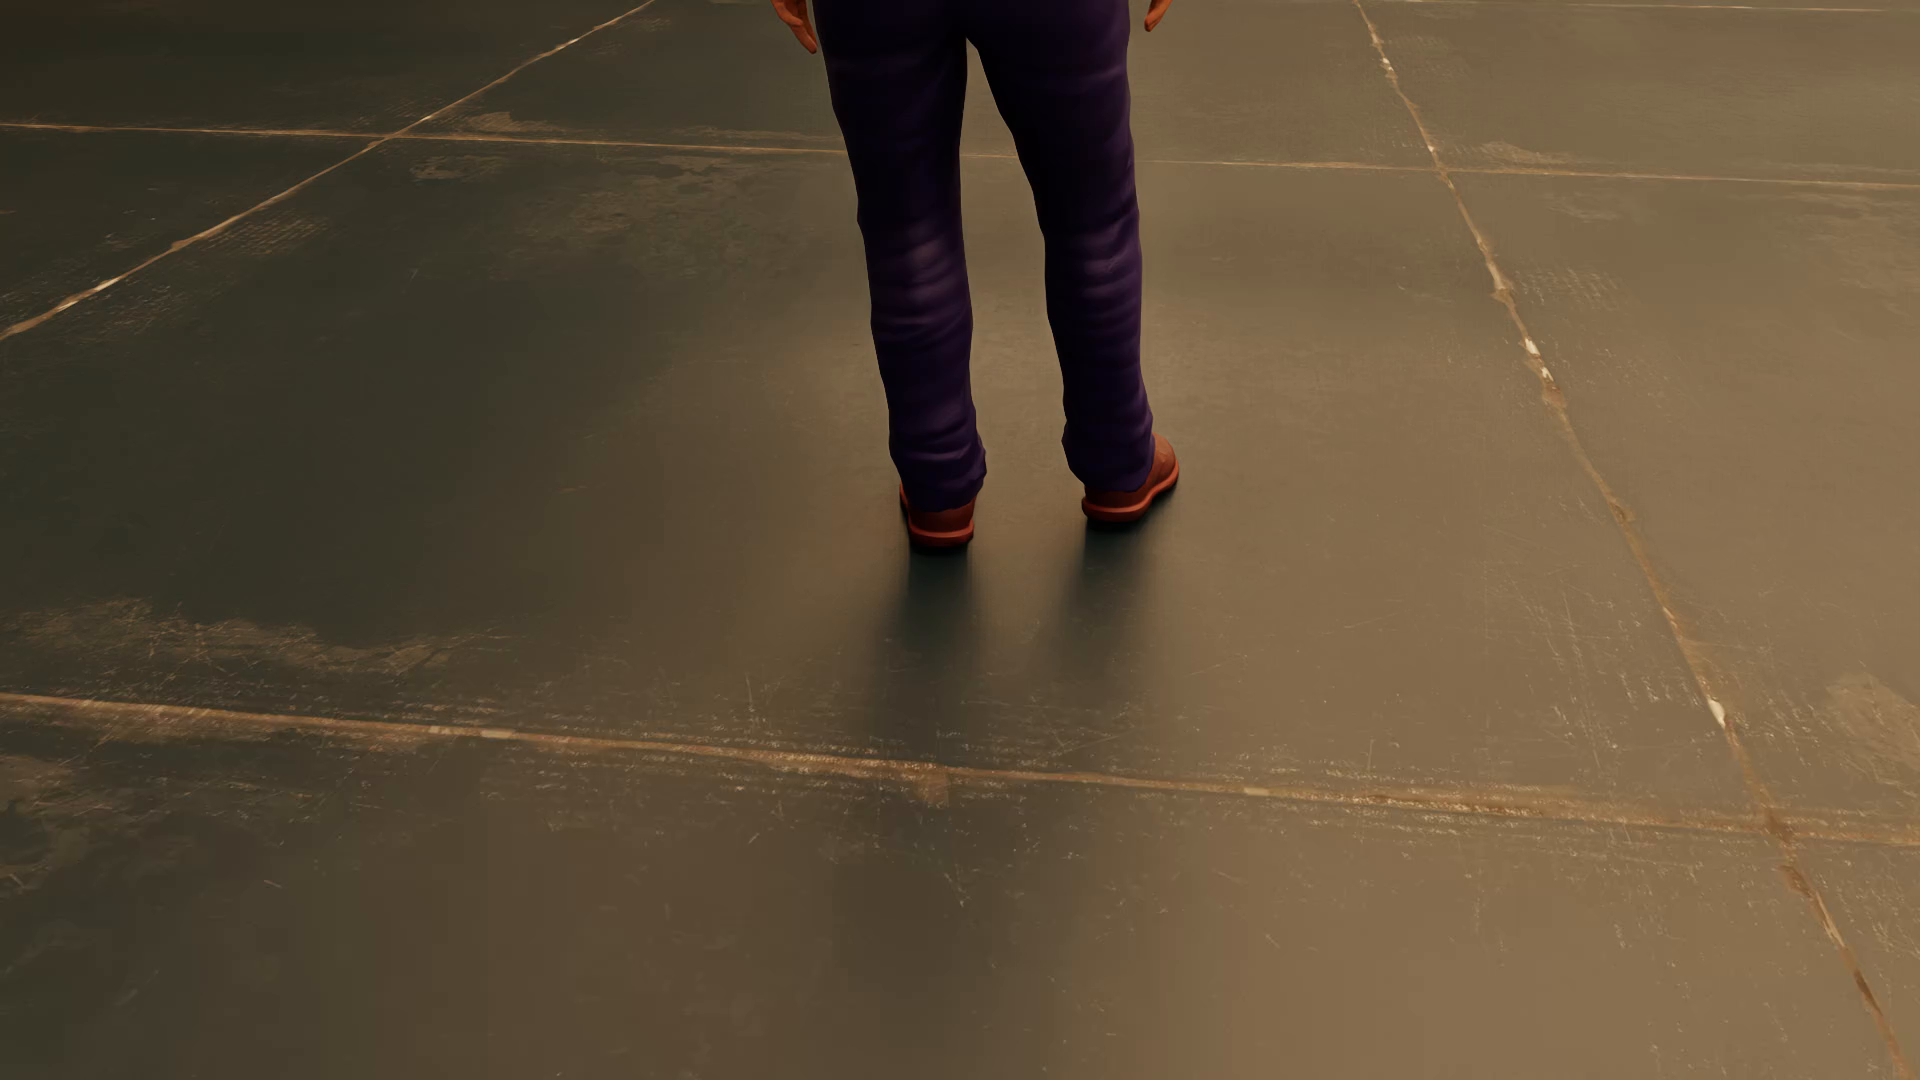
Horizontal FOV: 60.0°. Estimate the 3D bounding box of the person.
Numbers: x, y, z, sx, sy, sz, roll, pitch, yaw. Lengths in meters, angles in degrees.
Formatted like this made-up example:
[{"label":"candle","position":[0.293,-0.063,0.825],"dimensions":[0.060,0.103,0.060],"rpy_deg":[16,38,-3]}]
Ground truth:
[{"label":"person","position":[0.035,-0.783,2.205],"dimensions":[0.598,1.651,0.503],"rpy_deg":[3,27,7]}]
